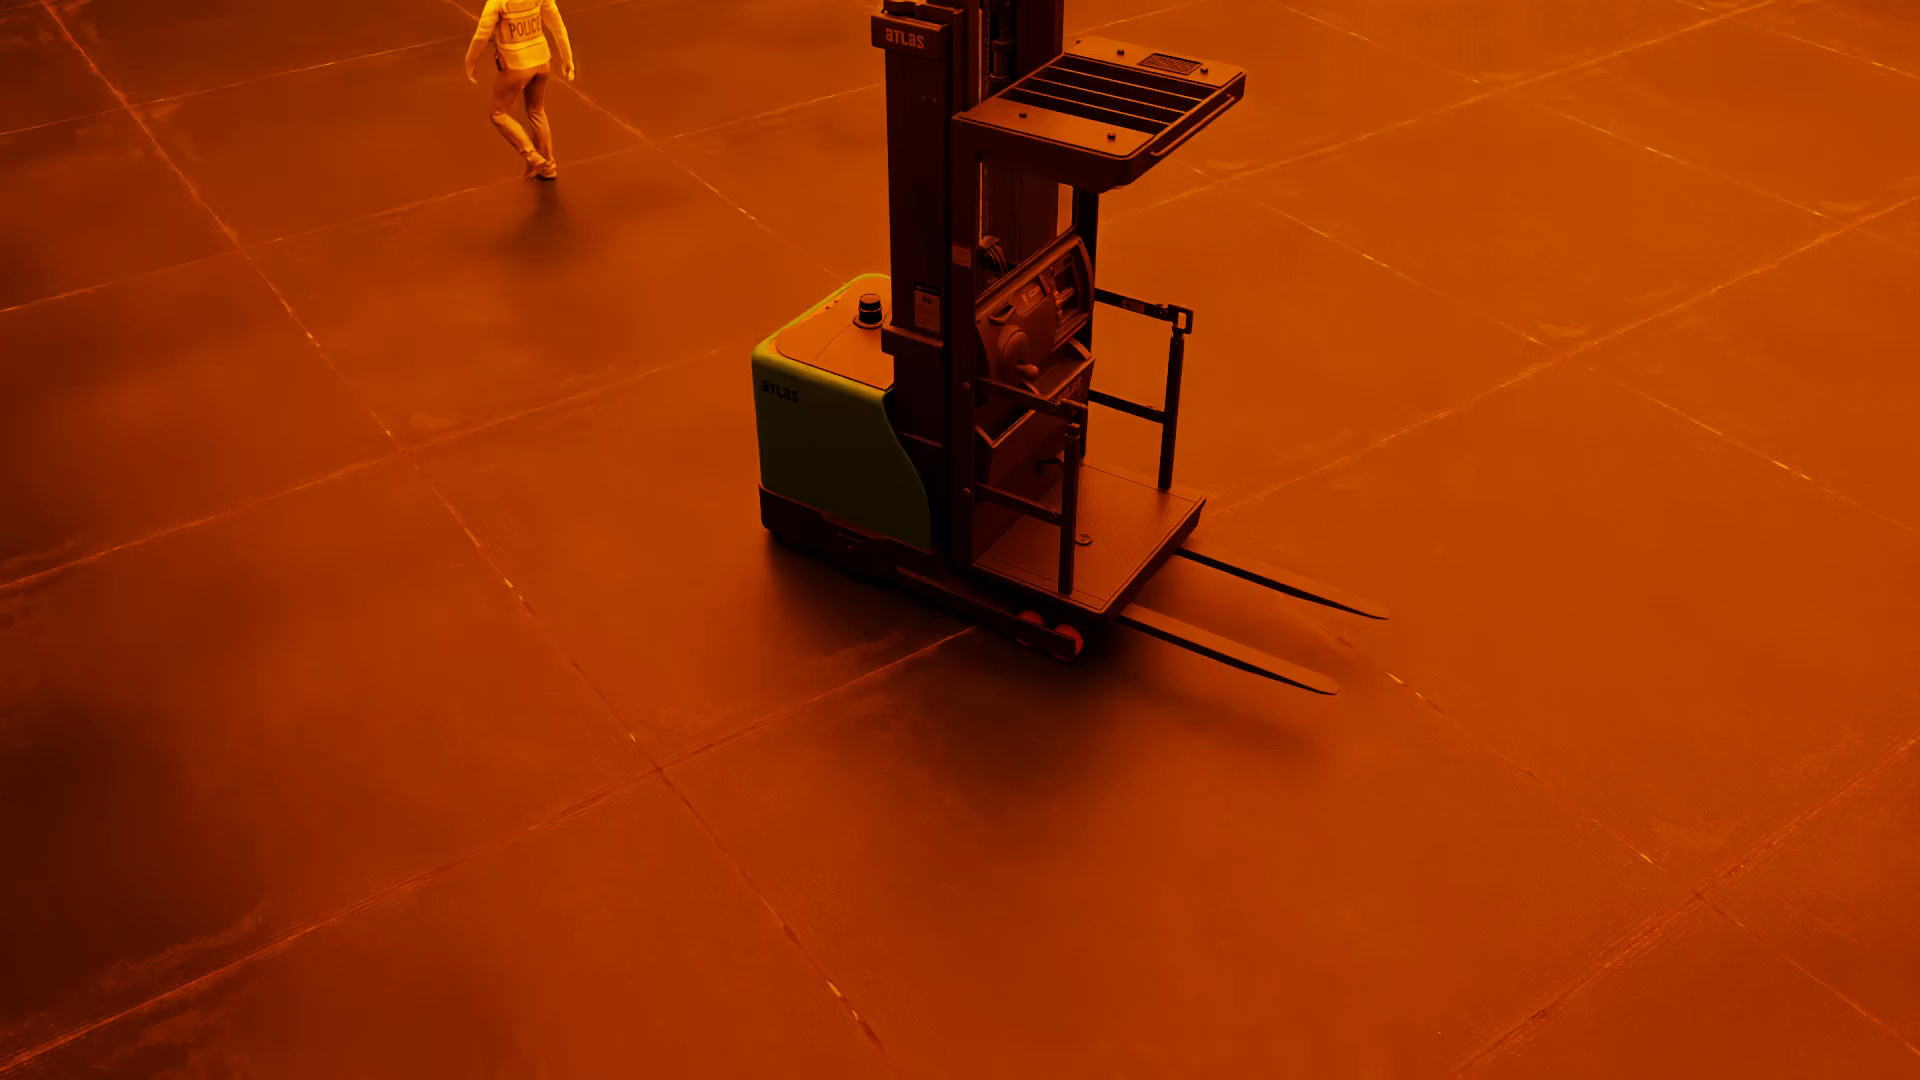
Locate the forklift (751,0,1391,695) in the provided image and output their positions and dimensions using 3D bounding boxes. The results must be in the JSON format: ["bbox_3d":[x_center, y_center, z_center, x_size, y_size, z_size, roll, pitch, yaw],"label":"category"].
[{"bbox_3d":[0.514,-0.985,7.276,3.031,2.935,1.130,21,41,26],"label":"forklift"}]

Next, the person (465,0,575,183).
[{"bbox_3d":[-2.990,-3.236,11.405,0.460,1.648,0.677,29,45,33],"label":"person"}]
